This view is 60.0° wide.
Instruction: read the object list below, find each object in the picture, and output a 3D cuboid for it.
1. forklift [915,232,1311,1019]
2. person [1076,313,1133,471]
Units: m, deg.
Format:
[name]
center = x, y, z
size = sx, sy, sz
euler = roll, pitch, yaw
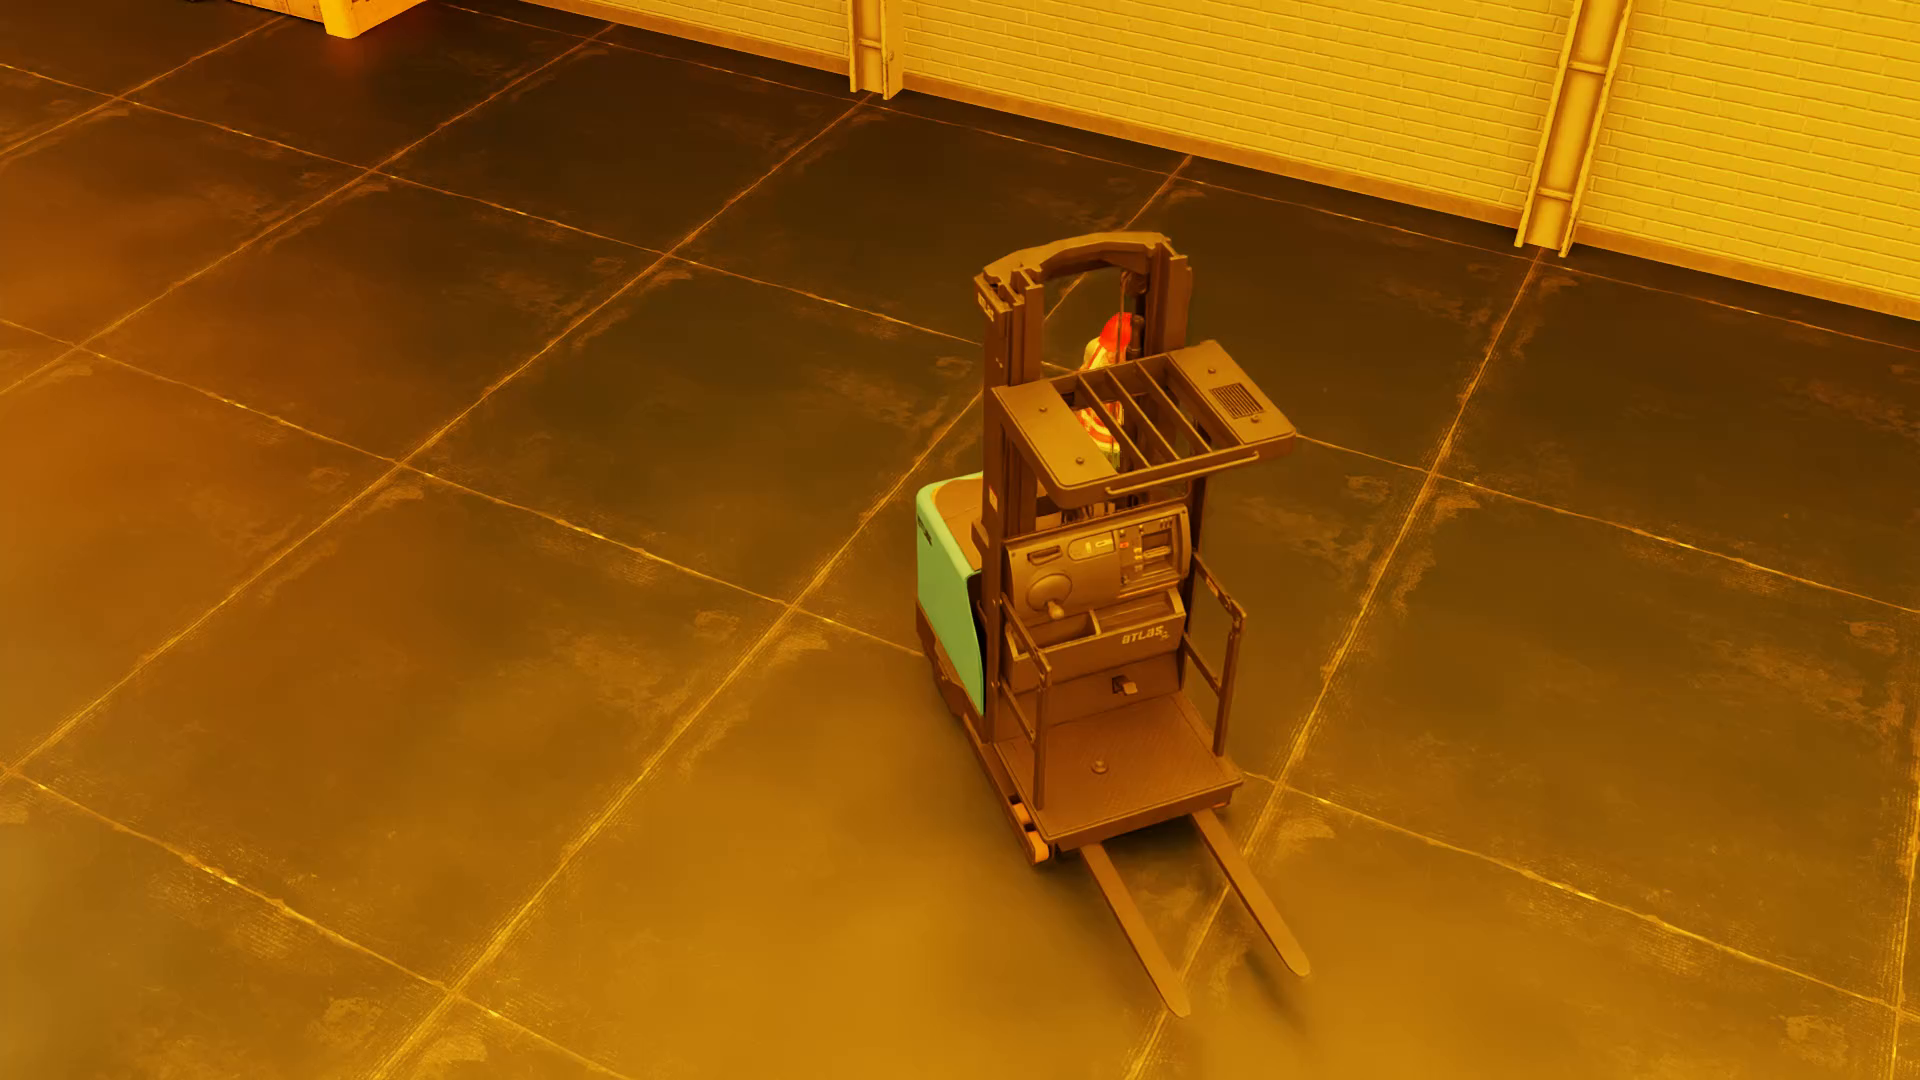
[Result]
[forklift]
center = 0.748, 0.188, 7.763
size = 1.130, 2.935, 3.031
euler = -14, 42, -16
[person]
center = 0.895, -0.698, 9.725
size = 0.496, 1.642, 0.895
euler = -22, 45, -24
